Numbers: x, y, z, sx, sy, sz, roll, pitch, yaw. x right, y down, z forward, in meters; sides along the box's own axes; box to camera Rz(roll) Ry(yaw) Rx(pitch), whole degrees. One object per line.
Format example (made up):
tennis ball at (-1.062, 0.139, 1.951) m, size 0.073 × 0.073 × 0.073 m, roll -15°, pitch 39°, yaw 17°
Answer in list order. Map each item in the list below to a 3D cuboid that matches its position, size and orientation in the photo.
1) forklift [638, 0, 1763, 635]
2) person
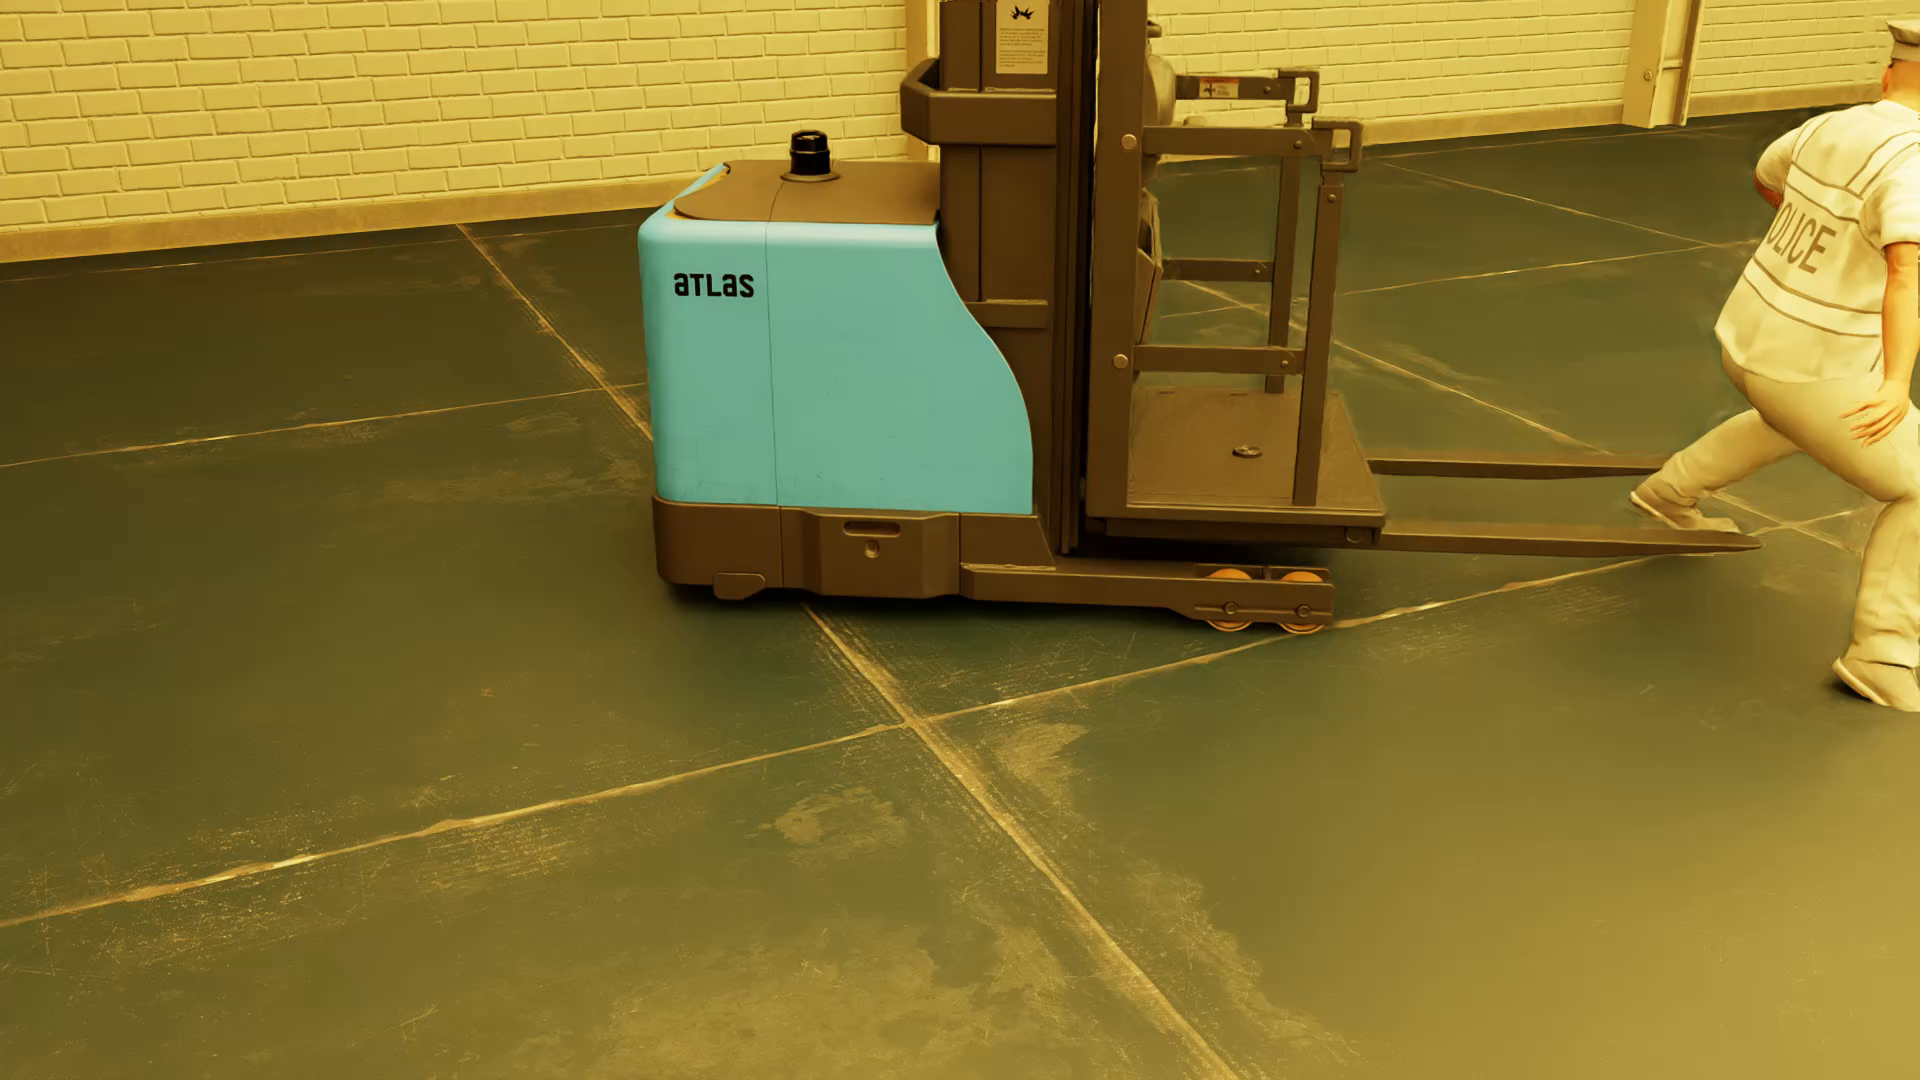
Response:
forklift at (0.692, -1.312, 4.445) m, size 3.031 × 2.935 × 1.130 m, roll 2°, pitch 23°, yaw 5°
person at (2.224, -0.436, 4.208) m, size 0.559 × 1.686 × 1.186 m, roll 2°, pitch 23°, yaw 4°
